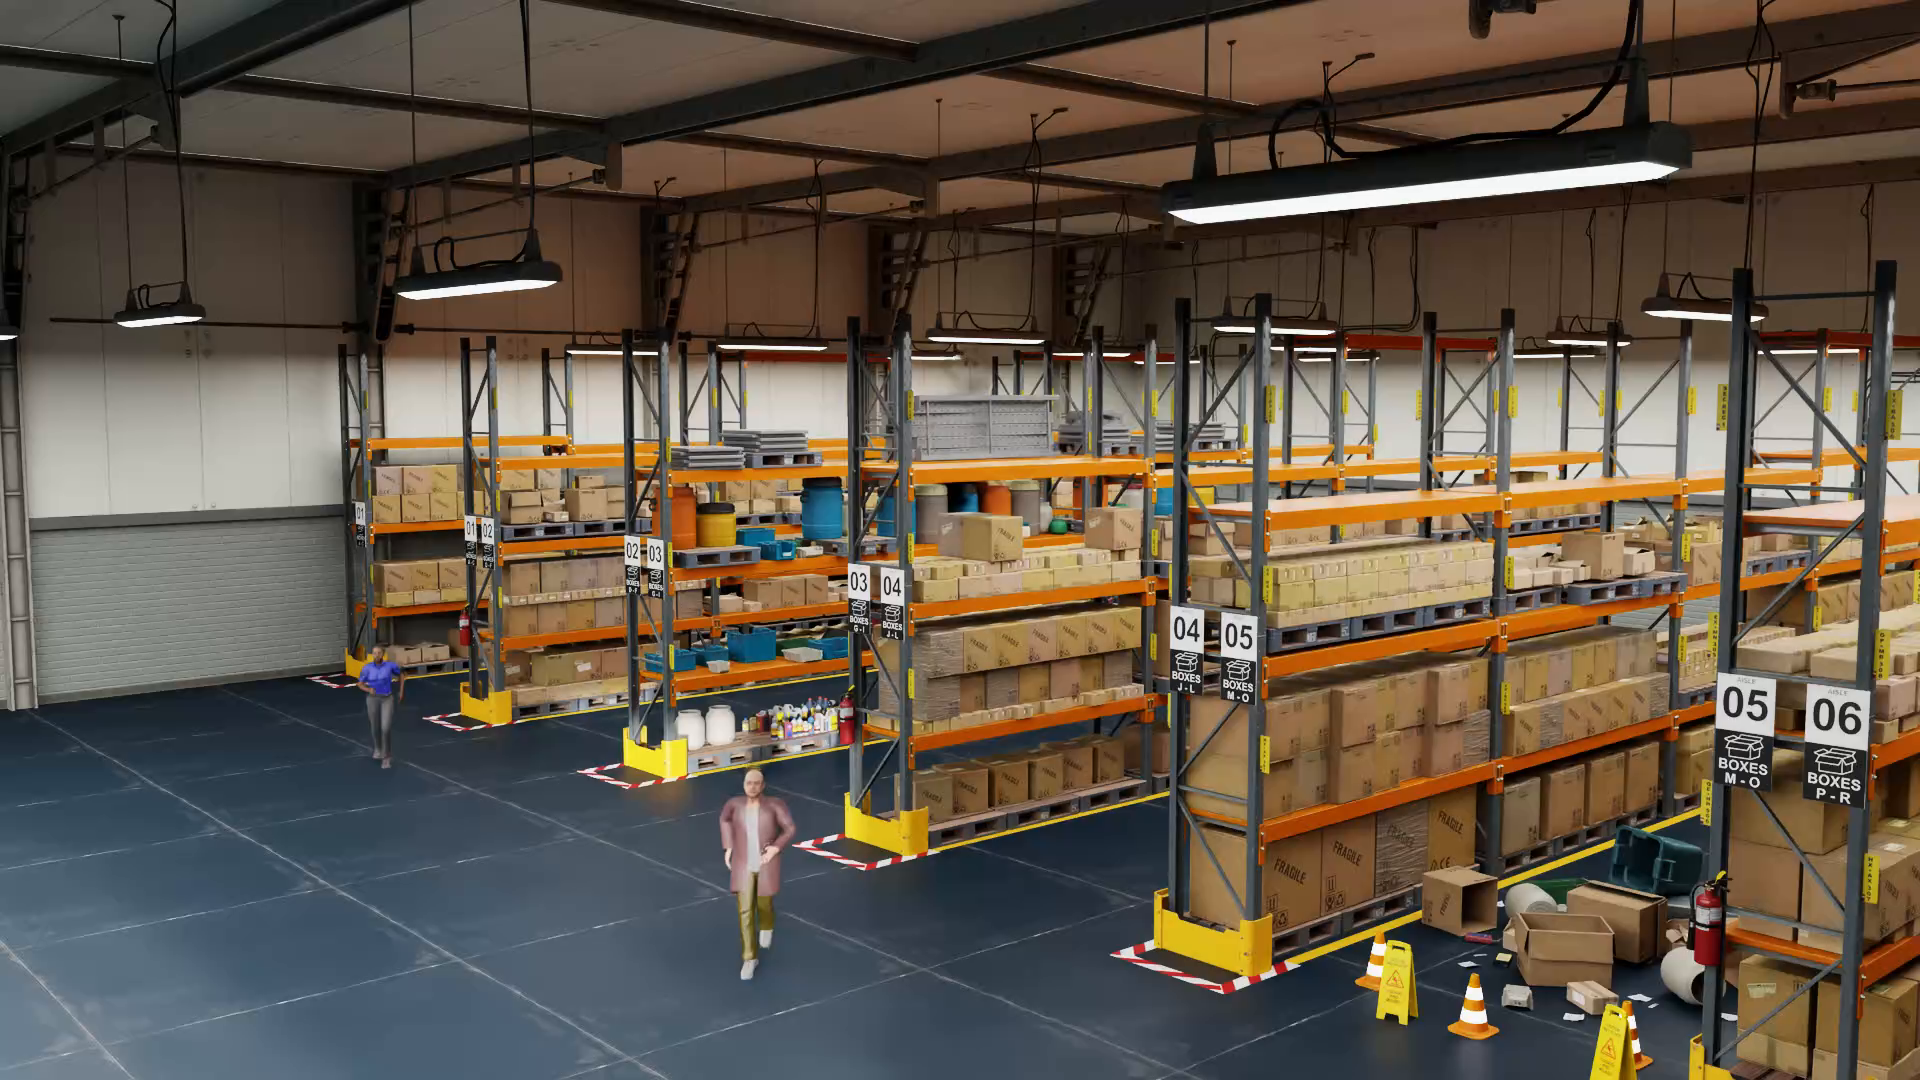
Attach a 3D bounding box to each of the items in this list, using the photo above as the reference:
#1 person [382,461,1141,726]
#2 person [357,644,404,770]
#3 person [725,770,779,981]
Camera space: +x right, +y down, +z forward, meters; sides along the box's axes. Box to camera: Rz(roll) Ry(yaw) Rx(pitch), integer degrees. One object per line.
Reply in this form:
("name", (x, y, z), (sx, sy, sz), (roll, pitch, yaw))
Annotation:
("person", (-3.860, 0.647, 27.291), (5.249, 3.615, 14.197), (-5, 7, -43))
("person", (-8.011, 2.296, 23.015), (0.593, 1.708, 0.767), (-1, 5, -13))
("person", (-1.831, 2.944, 14.998), (0.678, 1.789, 0.984), (0, 5, -1))
